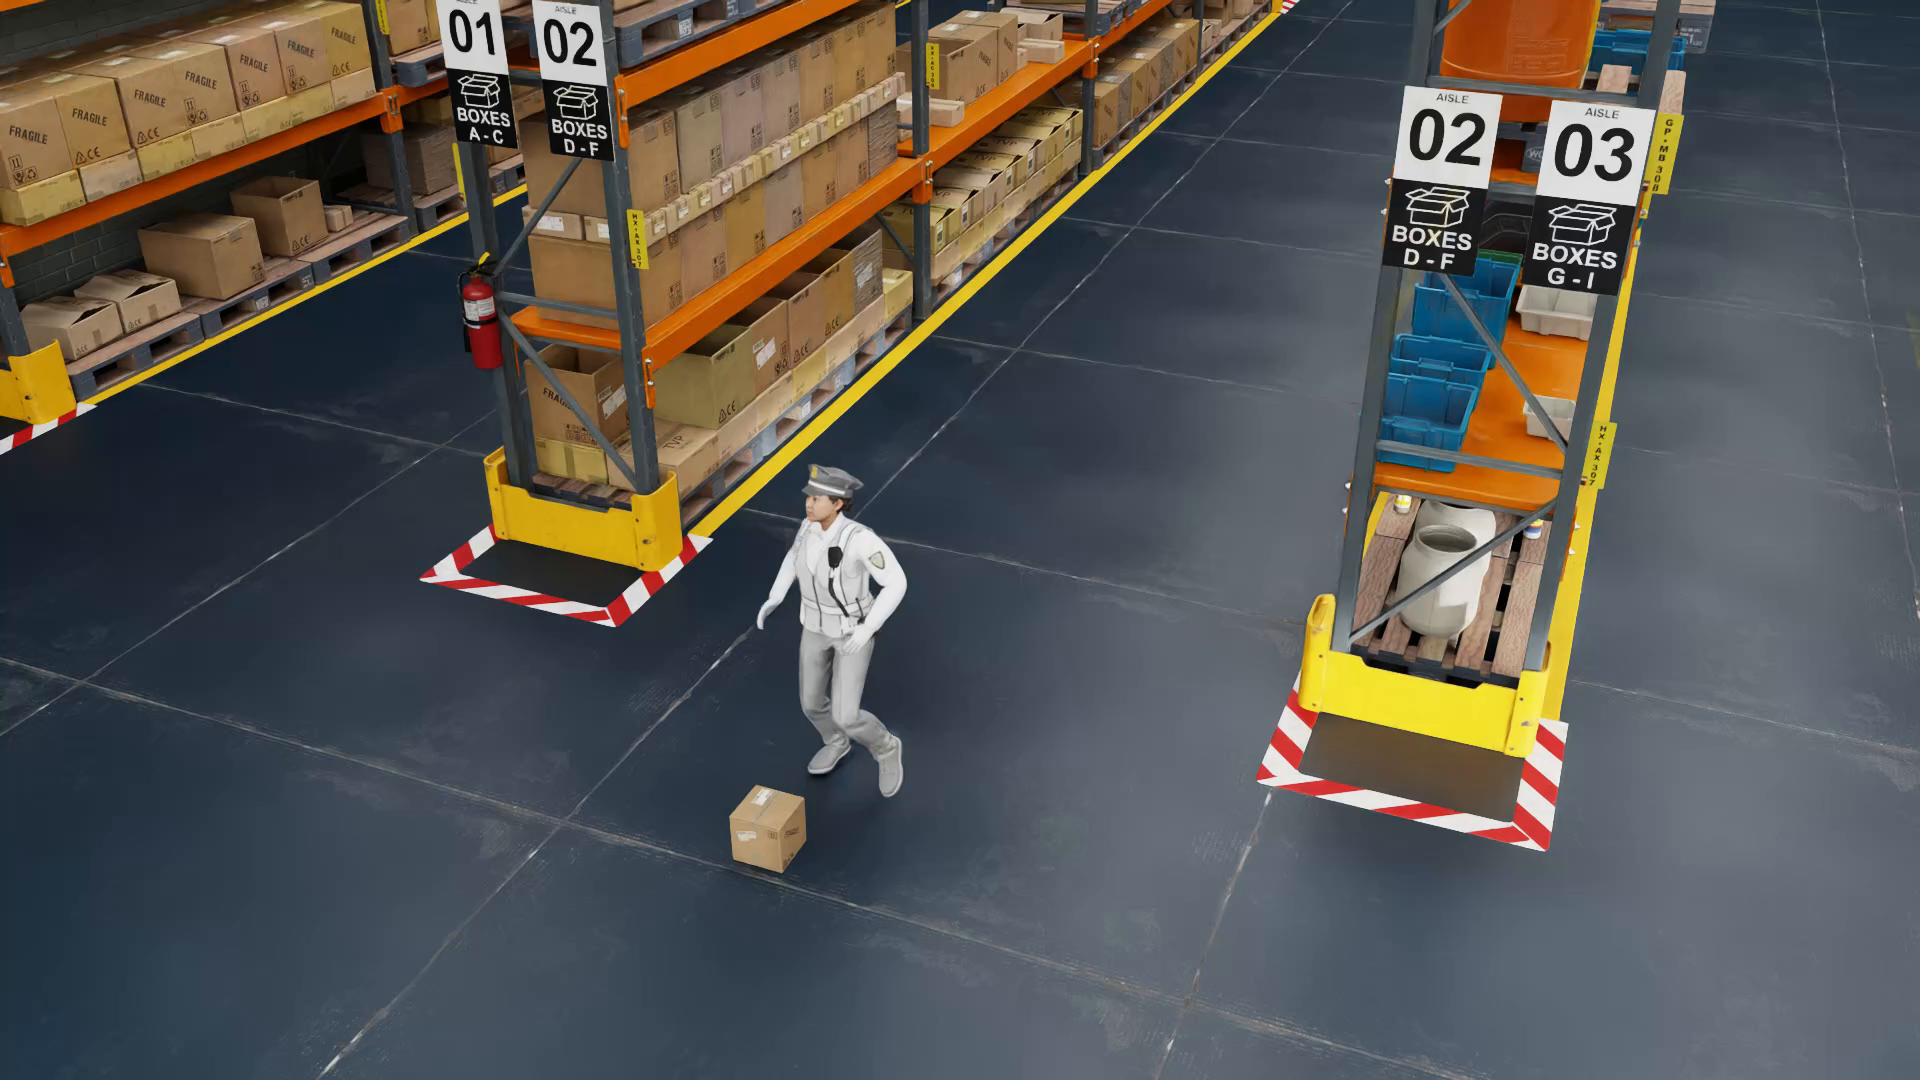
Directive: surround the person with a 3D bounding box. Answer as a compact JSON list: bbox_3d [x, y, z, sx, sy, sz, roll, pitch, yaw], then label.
[{"bbox_3d":[-0.591,0.439,7.641,0.741,1.660,0.520,17,34,28],"label":"person"}]
